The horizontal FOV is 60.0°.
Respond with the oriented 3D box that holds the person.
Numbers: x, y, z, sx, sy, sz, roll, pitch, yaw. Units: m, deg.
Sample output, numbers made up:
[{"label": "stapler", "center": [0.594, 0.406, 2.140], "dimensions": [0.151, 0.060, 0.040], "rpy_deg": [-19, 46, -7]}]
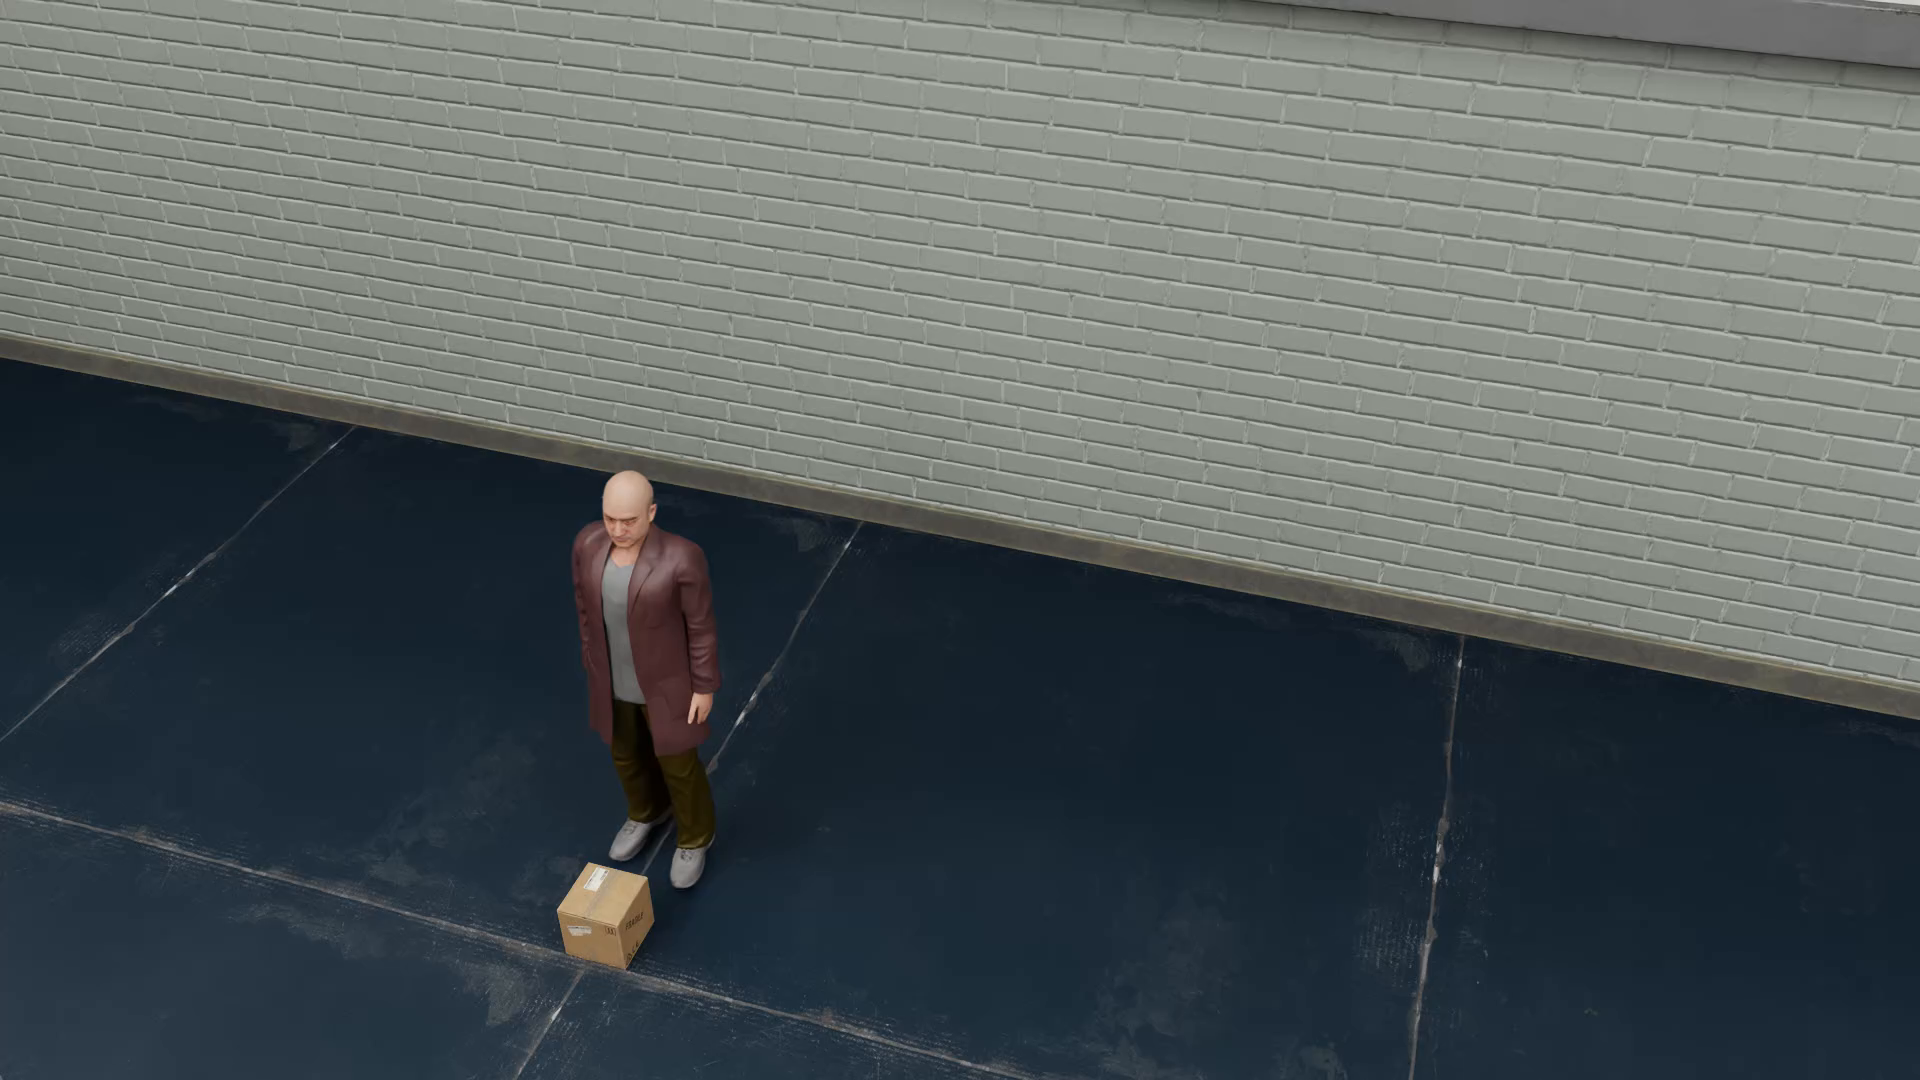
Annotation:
[{"label": "person", "center": [-1.167, 0.531, 6.188], "dimensions": [0.574, 1.776, 0.428], "rpy_deg": [11, 38, 15]}]
